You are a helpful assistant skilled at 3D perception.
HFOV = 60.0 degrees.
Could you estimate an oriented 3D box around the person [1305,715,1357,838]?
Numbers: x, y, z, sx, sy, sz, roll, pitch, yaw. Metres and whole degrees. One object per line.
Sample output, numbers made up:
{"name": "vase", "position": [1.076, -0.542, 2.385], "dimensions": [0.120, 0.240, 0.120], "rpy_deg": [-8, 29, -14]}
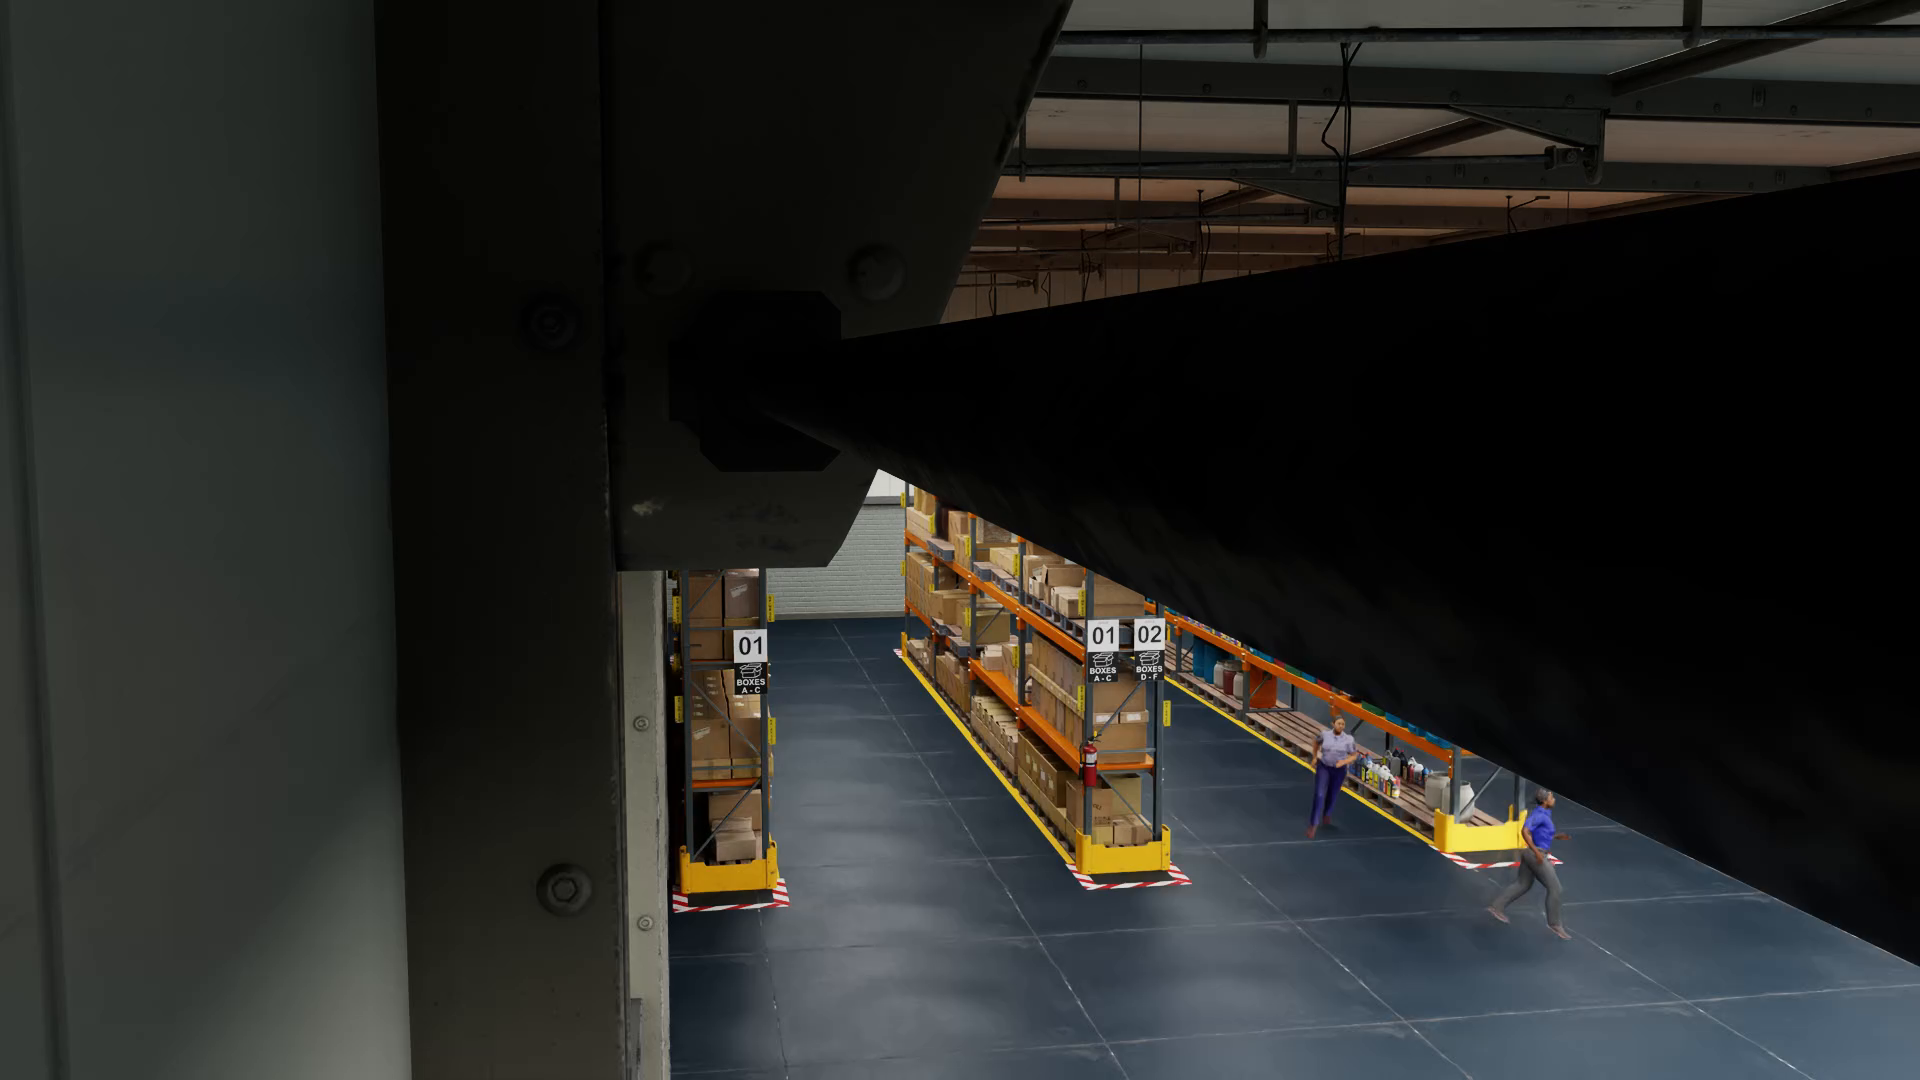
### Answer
{"name": "person", "position": [5.047, 3.158, 22.600], "dimensions": [0.671, 1.619, 0.898], "rpy_deg": [1, 6, 11]}

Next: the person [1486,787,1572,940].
{"name": "person", "position": [6.368, 3.592, 18.538], "dimensions": [0.906, 1.697, 0.610], "rpy_deg": [1, 6, 13]}
